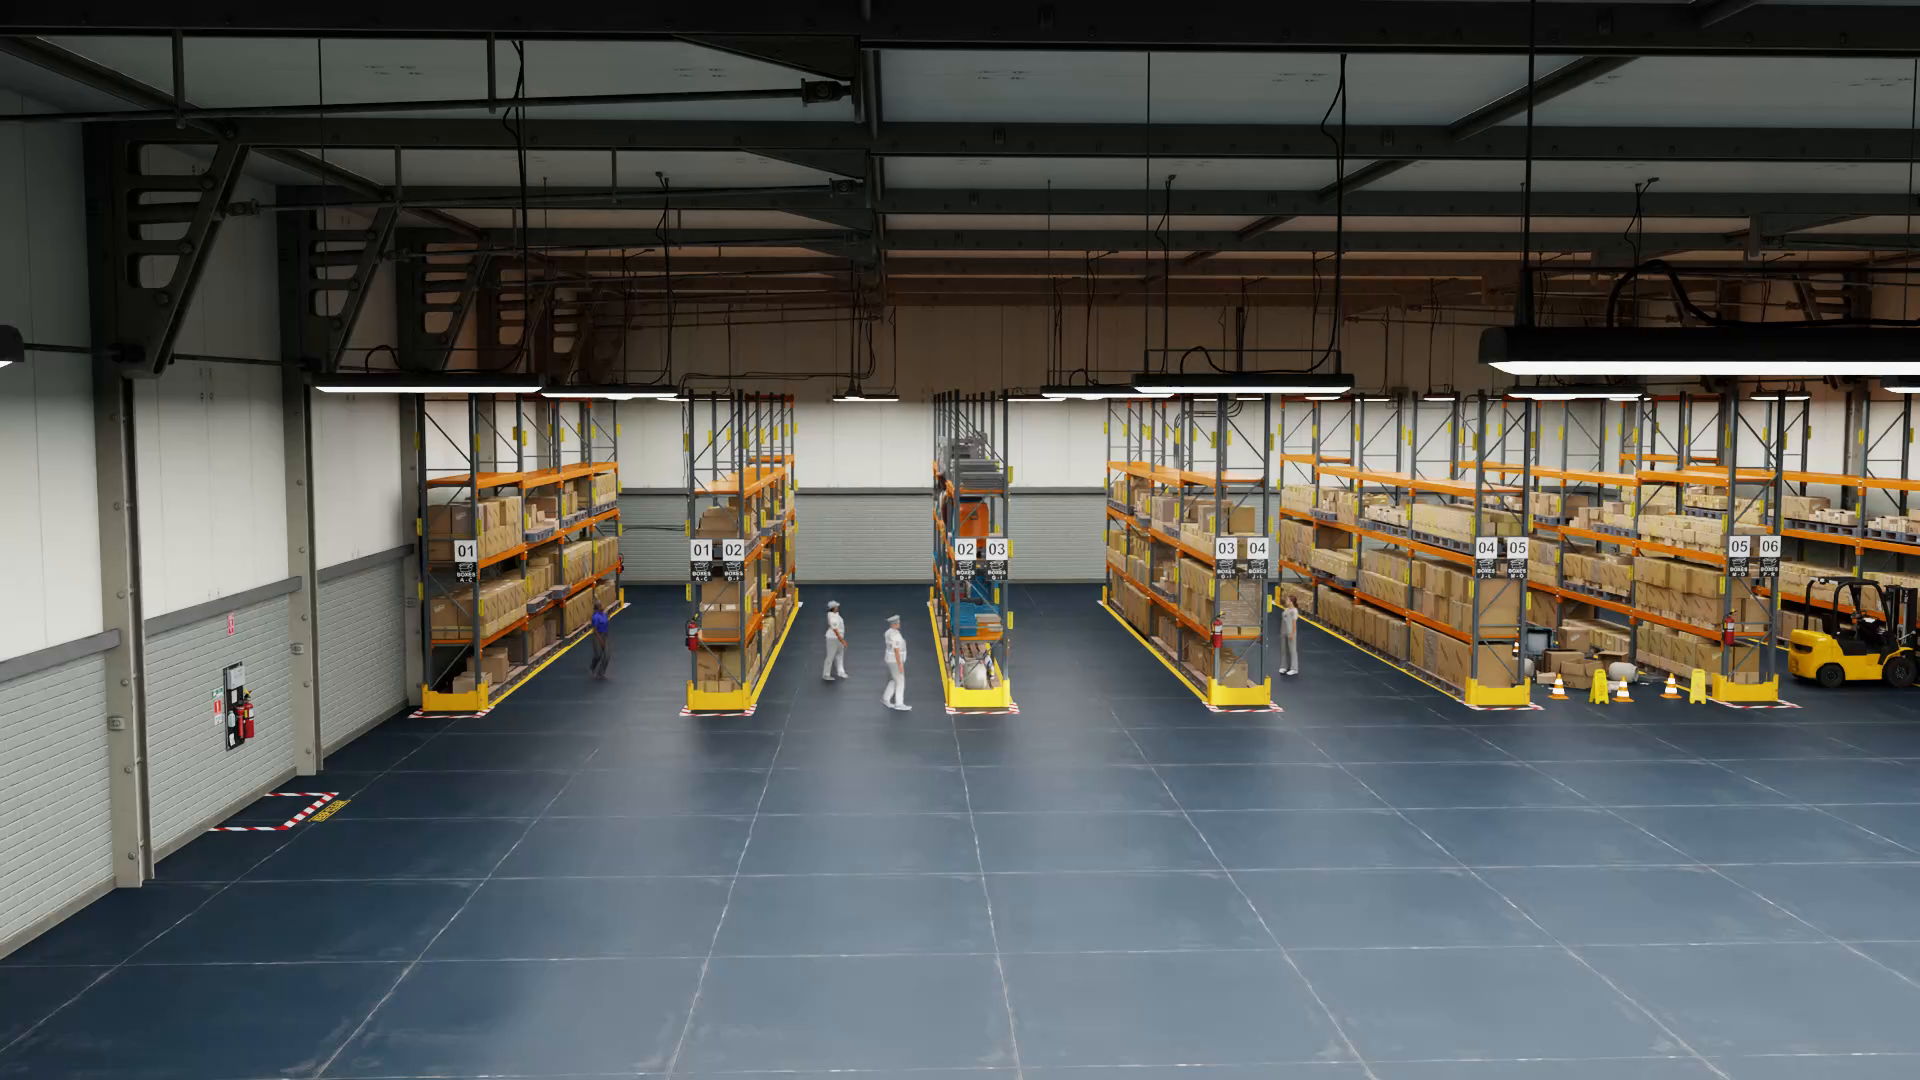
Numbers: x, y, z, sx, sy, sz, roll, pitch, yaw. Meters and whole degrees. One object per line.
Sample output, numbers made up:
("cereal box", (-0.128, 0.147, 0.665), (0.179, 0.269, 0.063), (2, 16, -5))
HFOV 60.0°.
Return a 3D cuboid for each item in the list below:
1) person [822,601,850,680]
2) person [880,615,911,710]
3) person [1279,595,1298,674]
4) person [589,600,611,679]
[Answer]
("person", (-2.575, 2.093, 34.640), (0.544, 1.687, 0.668), (0, 5, 5))
("person", (-1.205, 2.303, 31.299), (0.535, 1.790, 0.610), (-1, 5, -15))
("person", (7.001, 2.006, 35.403), (0.408, 1.676, 0.460), (-4, 6, -38))
("person", (-7.496, 2.079, 34.796), (0.509, 1.649, 0.529), (4, 6, 38))
